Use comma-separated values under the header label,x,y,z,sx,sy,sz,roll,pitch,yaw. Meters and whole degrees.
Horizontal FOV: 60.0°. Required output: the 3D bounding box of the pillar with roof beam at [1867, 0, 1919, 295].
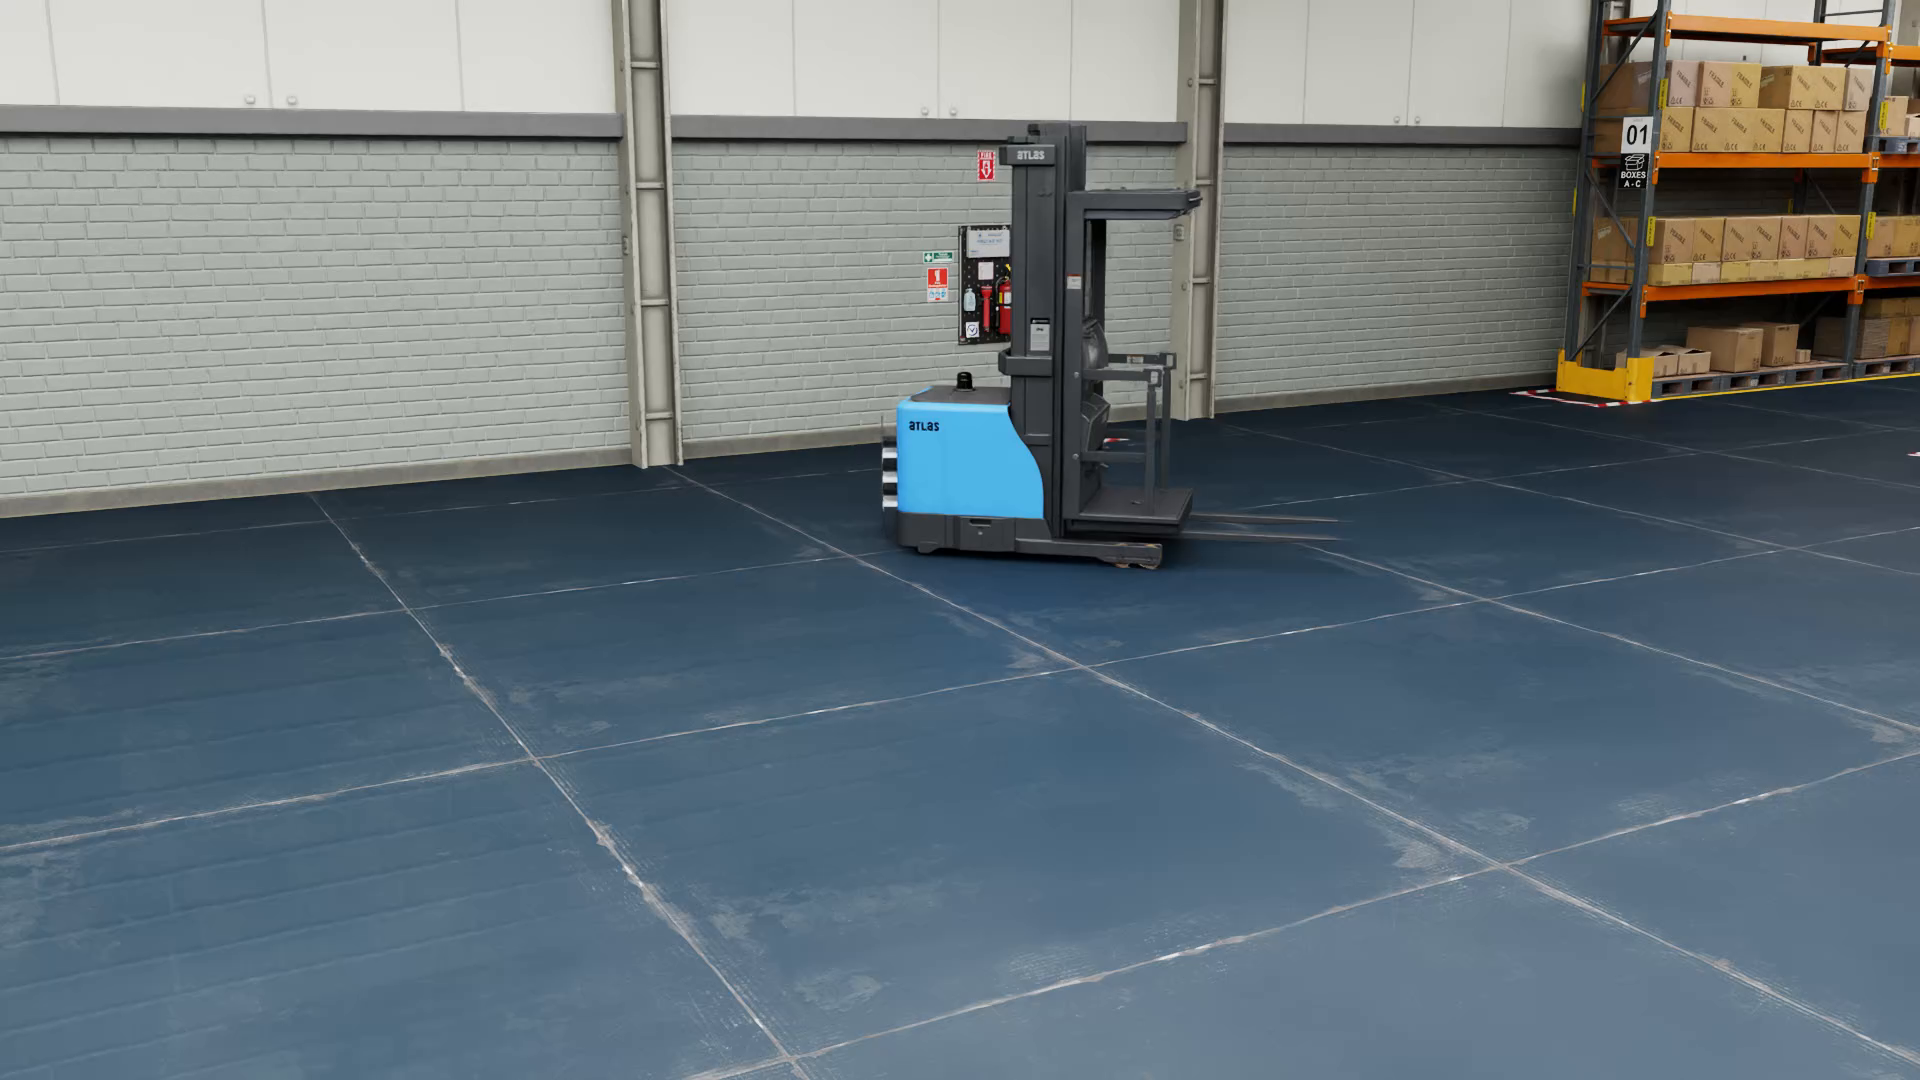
label,x,y,z,sx,sy,sz,roll,pitch,yaw
pillar with roof beam,15.097,-6.149,18.937,0.400,9.000,9.100,-7,14,-28

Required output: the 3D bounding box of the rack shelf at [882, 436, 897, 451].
label,x,y,z,sx,sy,sz,roll,pitch,yaw
rack shelf,-0.465,-0.710,12.137,0.200,0.077,0.258,0,13,-2

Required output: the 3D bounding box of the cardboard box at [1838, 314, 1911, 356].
label,x,y,z,sx,sy,sz,roll,pitch,yaw
cardboard box,12.147,-2.741,22.148,0.500,0.500,0.700,-7,15,-29

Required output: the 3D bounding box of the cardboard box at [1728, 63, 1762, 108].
label,x,y,z,sx,sy,sz,roll,pitch,yaw
cardboard box,8.932,-5.283,19.369,0.500,0.500,0.500,-6,14,-26

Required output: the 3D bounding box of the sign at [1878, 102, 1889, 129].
label,x,y,z,sx,sy,sz,roll,pitch,yaw
sign,11.346,-5.213,20.432,0.005,0.325,0.100,-7,14,-28

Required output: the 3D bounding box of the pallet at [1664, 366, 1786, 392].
label,x,y,z,sx,sy,sz,roll,pitch,yaw
pallet,9.435,-2.034,20.667,1.213,0.211,1.003,-7,14,-28

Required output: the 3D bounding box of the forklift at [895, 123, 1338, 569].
label,x,y,z,sx,sy,sz,roll,pitch,yaw
forklift,1.121,-1.360,11.477,3.031,2.935,1.130,3,13,13

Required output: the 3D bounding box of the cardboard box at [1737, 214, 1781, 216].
label,x,y,z,sx,sy,sz,roll,pitch,yaw
cardboard box,10.111,-3.841,20.931,0.500,0.500,0.500,-7,14,-28

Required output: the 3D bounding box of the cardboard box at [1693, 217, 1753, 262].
label,x,y,z,sx,sy,sz,roll,pitch,yaw
cardboard box,9.026,-3.578,19.765,0.500,0.500,0.500,-7,15,-30

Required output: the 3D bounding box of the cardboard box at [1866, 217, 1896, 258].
label,x,y,z,sx,sy,sz,roll,pitch,yaw
cardboard box,11.542,-3.912,21.428,0.500,0.500,0.700,-7,14,-28

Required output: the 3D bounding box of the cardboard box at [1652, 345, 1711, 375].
label,x,y,z,sx,sy,sz,roll,pitch,yaw
cardboard box,8.719,-2.199,20.169,0.500,0.311,0.500,-6,14,-23

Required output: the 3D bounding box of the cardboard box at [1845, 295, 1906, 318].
label,x,y,z,sx,sy,sz,roll,pitch,yaw
cardboard box,12.102,-3.090,21.990,0.500,0.250,0.500,-7,15,-29

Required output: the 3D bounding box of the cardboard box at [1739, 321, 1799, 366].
label,x,y,z,sx,sy,sz,roll,pitch,yaw
cardboard box,10.187,-2.479,20.986,0.500,0.500,0.500,-8,15,-32

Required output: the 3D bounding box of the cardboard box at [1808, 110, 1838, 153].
label,x,y,z,sx,sy,sz,roll,pitch,yaw
cardboard box,10.304,-4.972,20.263,0.500,0.500,0.500,-8,15,-33

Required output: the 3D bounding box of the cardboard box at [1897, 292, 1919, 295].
label,x,y,z,sx,sy,sz,roll,pitch,yaw
cardboard box,13.004,-3.194,22.454,0.500,0.250,0.500,-7,14,-28

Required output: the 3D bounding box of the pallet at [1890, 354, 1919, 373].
label,x,y,z,sx,sy,sz,roll,pitch,yaw
pallet,12.834,-2.452,22.524,1.213,0.211,1.003,-7,14,-28

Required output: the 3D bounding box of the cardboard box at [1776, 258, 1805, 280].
label,x,y,z,sx,sy,sz,roll,pitch,yaw
cardboard box,9.933,-3.323,20.338,0.500,0.250,0.500,-7,14,-28

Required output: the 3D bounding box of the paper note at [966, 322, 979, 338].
label,x,y,z,sx,sy,sz,roll,pitch,yaw
paper note,0.126,-2.102,16.623,0.142,0.148,0.016,-7,14,-28

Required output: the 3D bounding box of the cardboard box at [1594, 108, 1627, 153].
label,x,y,z,sx,sy,sz,roll,pitch,yaw
cardboard box,7.813,-4.795,19.478,0.500,0.500,0.500,-6,14,-24

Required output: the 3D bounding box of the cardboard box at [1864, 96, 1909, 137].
label,x,y,z,sx,sy,sz,roll,pitch,yaw
cardboard box,11.597,-5.360,21.079,0.500,0.500,0.500,-5,13,-20

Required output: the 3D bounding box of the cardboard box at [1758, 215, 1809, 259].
label,x,y,z,sx,sy,sz,roll,pitch,yaw
cardboard box,9.930,-3.690,20.261,0.500,0.500,0.500,-7,15,-29

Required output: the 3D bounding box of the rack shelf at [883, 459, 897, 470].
label,x,y,z,sx,sy,sz,roll,pitch,yaw
rack shelf,-0.465,-0.535,12.176,0.200,0.077,0.258,0,13,-2

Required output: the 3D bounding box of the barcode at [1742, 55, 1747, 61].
label,x,y,z,sx,sy,sz,roll,pitch,yaw
barcode,9.653,-5.928,20.459,0.075,0.075,0.001,-7,14,-28

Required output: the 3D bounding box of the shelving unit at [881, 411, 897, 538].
label,x,y,z,sx,sy,sz,roll,pitch,yaw
shelving unit,-0.465,-0.479,12.189,0.210,0.900,0.258,0,13,-2

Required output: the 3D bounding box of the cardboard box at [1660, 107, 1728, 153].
label,x,y,z,sx,sy,sz,roll,pitch,yaw
cardboard box,8.470,-4.739,19.229,0.500,0.500,0.500,-6,14,-24

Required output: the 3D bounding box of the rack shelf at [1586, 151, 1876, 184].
label,x,y,z,sx,sy,sz,roll,pitch,yaw
rack shelf,9.324,-4.503,20.094,4.000,0.370,1.077,-7,14,-28

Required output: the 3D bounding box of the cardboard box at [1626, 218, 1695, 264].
label,x,y,z,sx,sy,sz,roll,pitch,yaw
cardboard box,8.131,-3.475,19.307,0.500,0.500,0.500,-7,14,-28

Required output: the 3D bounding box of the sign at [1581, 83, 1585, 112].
label,x,y,z,sx,sy,sz,roll,pitch,yaw
sign,7.320,-5.185,19.467,0.005,0.325,0.100,-7,14,-28

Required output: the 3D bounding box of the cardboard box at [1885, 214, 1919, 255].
label,x,y,z,sx,sy,sz,roll,pitch,yaw
cardboard box,12.599,-4.044,22.018,0.500,0.500,0.700,-5,14,-20

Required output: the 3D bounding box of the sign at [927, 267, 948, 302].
label,x,y,z,sx,sy,sz,roll,pitch,yaw
sign,-0.220,-2.516,16.376,0.234,0.329,0.001,-7,14,-28

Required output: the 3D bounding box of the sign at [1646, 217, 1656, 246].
label,x,y,z,sx,sy,sz,roll,pitch,yaw
sign,7.828,-3.498,18.849,0.005,0.325,0.100,-7,14,-28

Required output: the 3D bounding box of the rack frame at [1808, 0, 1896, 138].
label,x,y,z,sx,sy,sz,roll,pitch,yaw
rack frame,11.079,-6.528,20.620,0.127,3.000,1.000,-7,14,-28

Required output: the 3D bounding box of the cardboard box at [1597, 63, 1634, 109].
label,x,y,z,sx,sy,sz,roll,pitch,yaw
cardboard box,7.821,-5.286,19.382,0.500,0.500,0.500,-6,14,-25

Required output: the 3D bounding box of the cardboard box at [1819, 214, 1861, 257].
label,x,y,z,sx,sy,sz,roll,pitch,yaw
cardboard box,10.812,-3.794,20.725,0.500,0.500,0.500,-7,14,-28

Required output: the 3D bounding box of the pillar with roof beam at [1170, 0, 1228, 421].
label,x,y,z,sx,sy,sz,roll,pitch,yaw
pillar with roof beam,4.565,-4.887,13.327,0.400,9.000,9.100,-7,14,-28

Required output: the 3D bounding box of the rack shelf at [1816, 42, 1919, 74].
label,x,y,z,sx,sy,sz,roll,pitch,yaw
rack shelf,12.835,-6.192,21.678,4.000,0.370,1.077,-7,14,-28

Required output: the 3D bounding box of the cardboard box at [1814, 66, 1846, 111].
label,x,y,z,sx,sy,sz,roll,pitch,yaw
cardboard box,10.291,-5.446,20.094,0.500,0.500,0.500,-6,14,-25

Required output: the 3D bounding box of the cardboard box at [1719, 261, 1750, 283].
label,x,y,z,sx,sy,sz,roll,pitch,yaw
cardboard box,9.048,-3.217,19.867,0.500,0.250,0.500,-7,15,-29

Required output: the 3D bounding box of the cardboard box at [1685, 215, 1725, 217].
label,x,y,z,sx,sy,sz,roll,pitch,yaw
cardboard box,9.220,-3.733,20.451,0.500,0.500,0.500,-7,14,-27

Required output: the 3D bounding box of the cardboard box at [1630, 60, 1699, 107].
label,x,y,z,sx,sy,sz,roll,pitch,yaw
cardboard box,8.023,-5.184,18.929,0.500,0.500,0.500,-8,15,-32

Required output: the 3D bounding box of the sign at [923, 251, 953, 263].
label,x,y,z,sx,sy,sz,roll,pitch,yaw
sign,-0.212,-2.773,16.312,0.331,0.109,0.001,-7,14,-28

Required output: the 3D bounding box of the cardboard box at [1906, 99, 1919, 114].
label,x,y,z,sx,sy,sz,roll,pitch,yaw
cardboard box,12.680,-5.490,21.656,0.500,0.500,0.500,-7,15,-30

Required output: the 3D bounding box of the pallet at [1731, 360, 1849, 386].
label,x,y,z,sx,sy,sz,roll,pitch,yaw
pallet,10.507,-2.163,21.241,1.213,0.211,1.003,-7,14,-28

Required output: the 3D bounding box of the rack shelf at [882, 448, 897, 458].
label,x,y,z,sx,sy,sz,roll,pitch,yaw
rack shelf,-0.465,-0.622,12.157,0.200,0.077,0.258,0,13,-2

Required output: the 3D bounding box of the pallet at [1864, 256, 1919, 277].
label,x,y,z,sx,sy,sz,roll,pitch,yaw
pallet,11.820,-3.560,21.533,1.213,0.211,1.003,-7,14,-28

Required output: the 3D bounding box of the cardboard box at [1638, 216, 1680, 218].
label,x,y,z,sx,sy,sz,roll,pitch,yaw
cardboard box,8.327,-3.624,19.970,0.500,0.500,0.500,-7,14,-27

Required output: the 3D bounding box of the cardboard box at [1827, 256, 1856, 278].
label,x,y,z,sx,sy,sz,roll,pitch,yaw
cardboard box,10.809,-3.429,20.812,0.500,0.250,0.500,-7,14,-28

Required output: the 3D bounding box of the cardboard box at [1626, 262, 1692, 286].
label,x,y,z,sx,sy,sz,roll,pitch,yaw
cardboard box,8.149,-3.107,19.380,0.500,0.250,0.500,-7,15,-29

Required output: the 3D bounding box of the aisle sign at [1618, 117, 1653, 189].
label,x,y,z,sx,sy,sz,roll,pitch,yaw
aisle sign,7.649,-4.383,18.833,0.004,0.787,0.394,-7,14,-28

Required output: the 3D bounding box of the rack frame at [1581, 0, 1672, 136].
label,x,y,z,sx,sy,sz,roll,pitch,yaw
rack frame,7.568,-6.107,18.750,0.127,3.000,1.000,-7,14,-28

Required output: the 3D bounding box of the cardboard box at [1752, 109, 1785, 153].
label,x,y,z,sx,sy,sz,roll,pitch,yaw
cardboard box,9.384,-4.855,19.744,0.500,0.500,0.500,-6,14,-24

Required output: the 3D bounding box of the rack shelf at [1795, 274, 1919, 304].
label,x,y,z,sx,sy,sz,roll,pitch,yaw
rack shelf,12.835,-3.461,22.293,4.000,0.370,1.077,-7,14,-28
